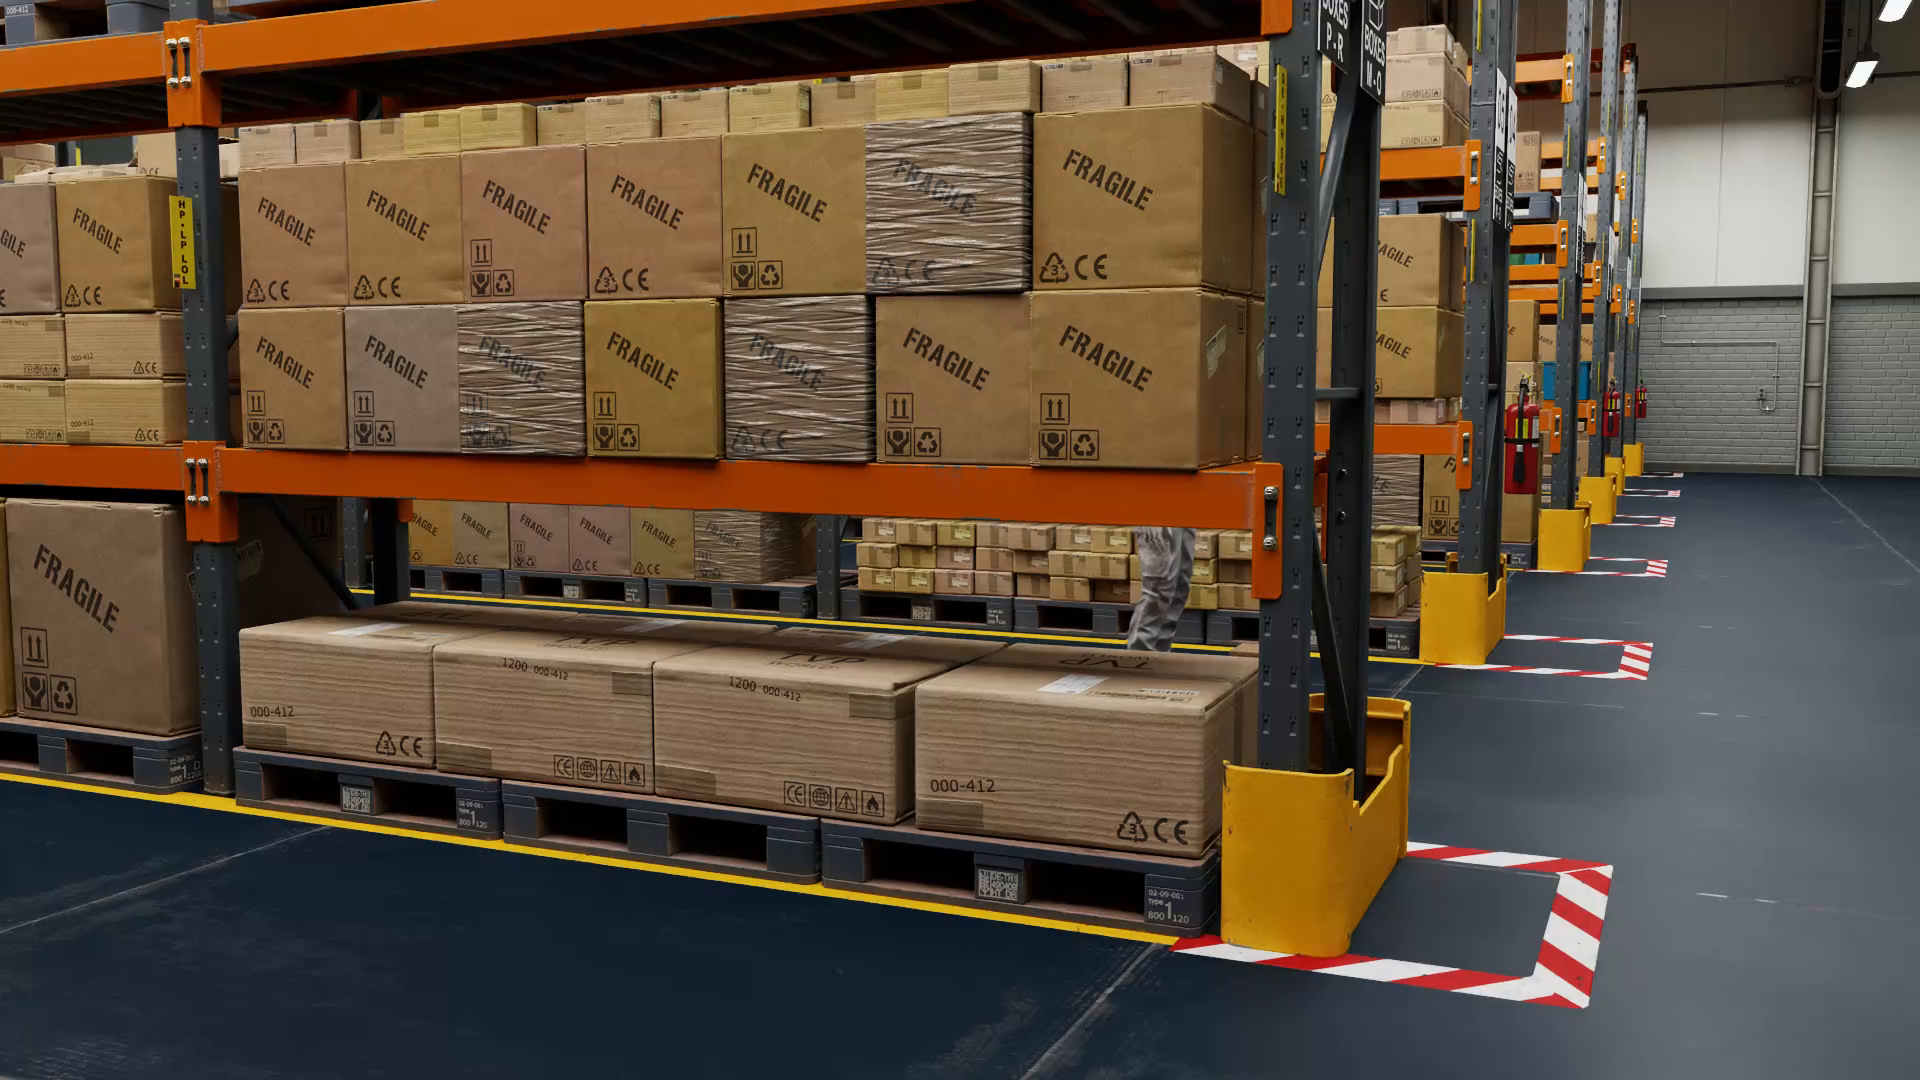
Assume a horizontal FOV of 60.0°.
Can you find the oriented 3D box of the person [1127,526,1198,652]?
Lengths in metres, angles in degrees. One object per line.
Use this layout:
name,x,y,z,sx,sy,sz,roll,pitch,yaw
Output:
person,1.010,-0.129,8.249,0.359,1.775,0.548,3,6,25
